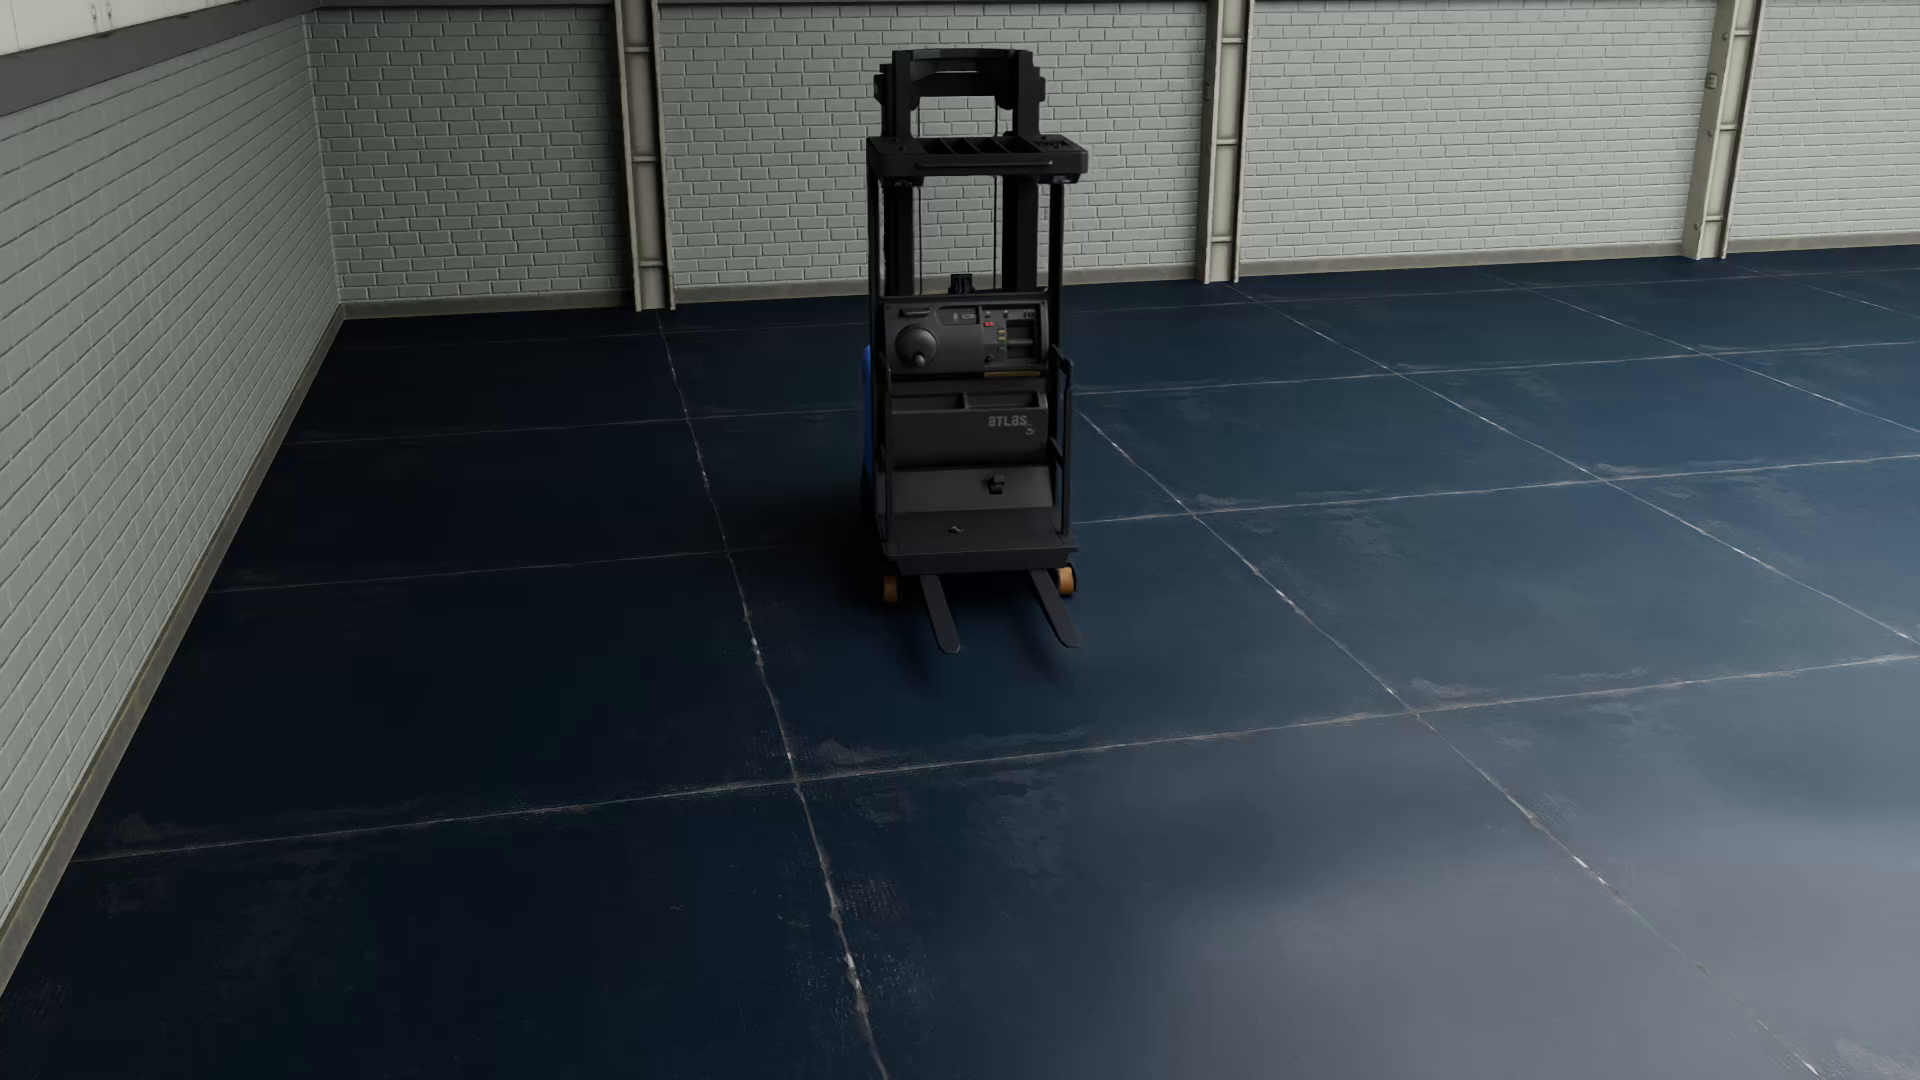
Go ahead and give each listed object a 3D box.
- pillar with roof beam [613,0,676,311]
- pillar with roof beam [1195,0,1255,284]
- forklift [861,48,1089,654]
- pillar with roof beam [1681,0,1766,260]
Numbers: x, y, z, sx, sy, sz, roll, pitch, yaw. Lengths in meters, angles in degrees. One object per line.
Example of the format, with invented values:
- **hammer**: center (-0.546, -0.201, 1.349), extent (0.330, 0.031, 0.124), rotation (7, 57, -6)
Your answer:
- **pillar with roof beam**: center (-2.076, -5.122, 11.213), extent (0.400, 9.000, 9.100), rotation (-5, 21, -12)
- **pillar with roof beam**: center (3.763, -5.596, 12.510), extent (0.400, 9.000, 9.100), rotation (-5, 21, -12)
- **forklift**: center (0.066, -1.143, 9.175), extent (1.130, 2.935, 3.031), rotation (-3, 20, -7)
- **pillar with roof beam**: center (9.602, -6.071, 13.806), extent (0.400, 9.000, 9.100), rotation (-5, 21, -12)
